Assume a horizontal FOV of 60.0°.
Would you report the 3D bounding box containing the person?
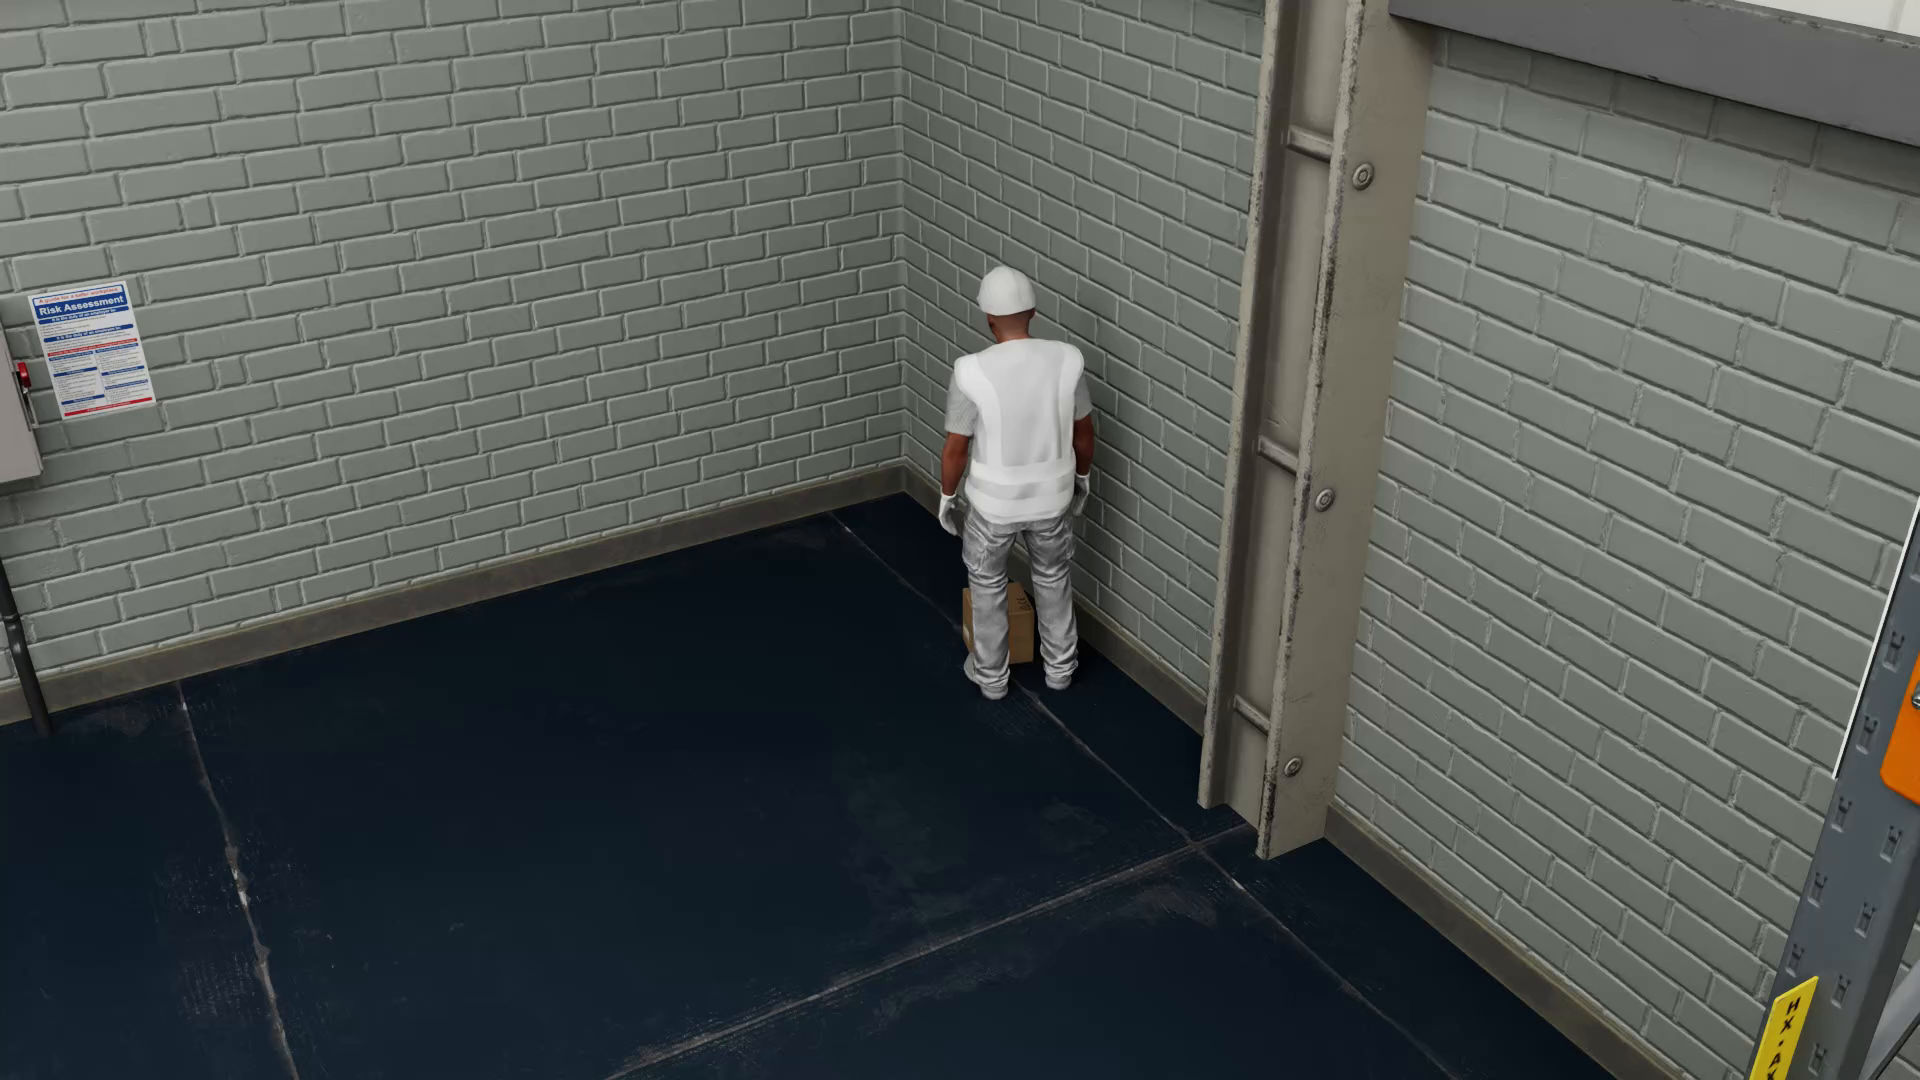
[{"bbox_3d":[0.218,-0.192,6.465,0.623,1.773,0.451,-7,30,-13],"label":"person"}]
